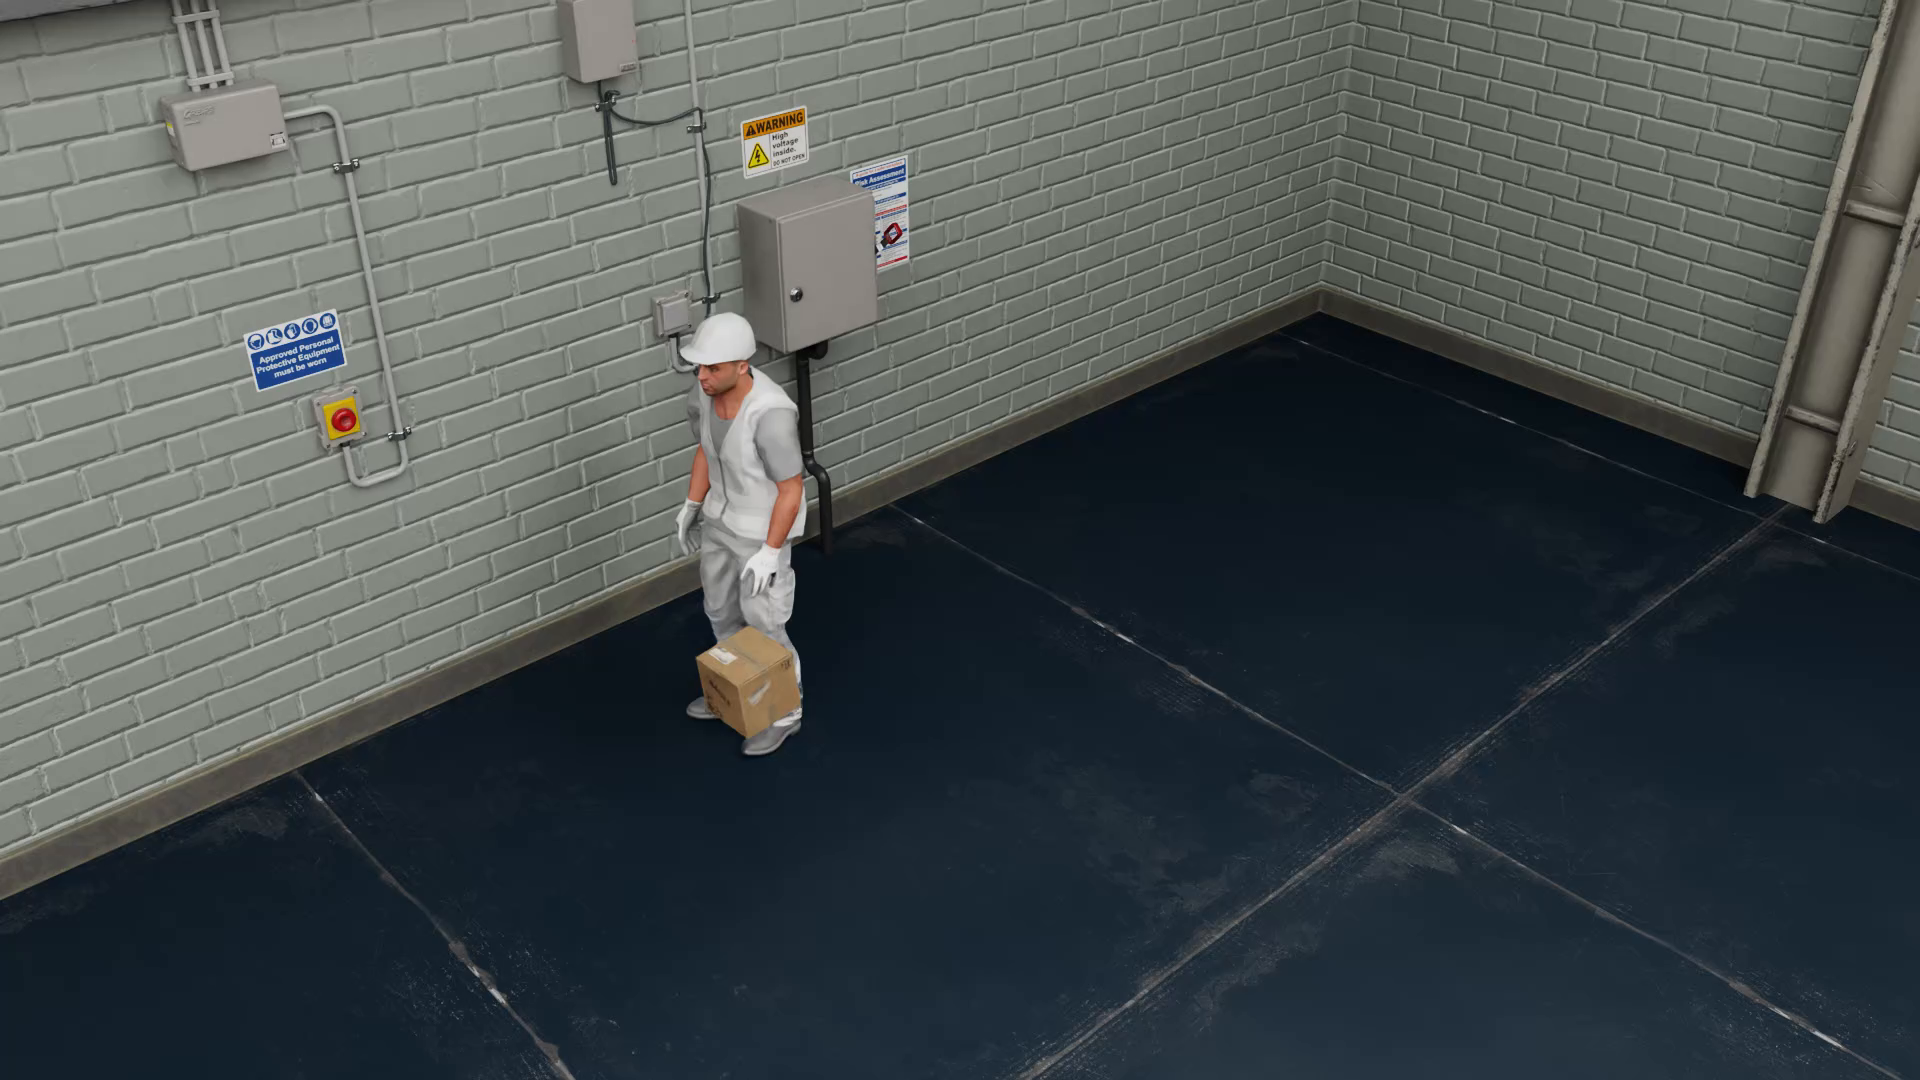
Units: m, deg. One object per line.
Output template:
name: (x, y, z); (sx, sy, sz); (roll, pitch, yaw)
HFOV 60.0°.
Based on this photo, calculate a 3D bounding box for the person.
person: (-0.794, -0.027, 6.160); (0.416, 1.785, 0.553); (-27, 41, -37)
